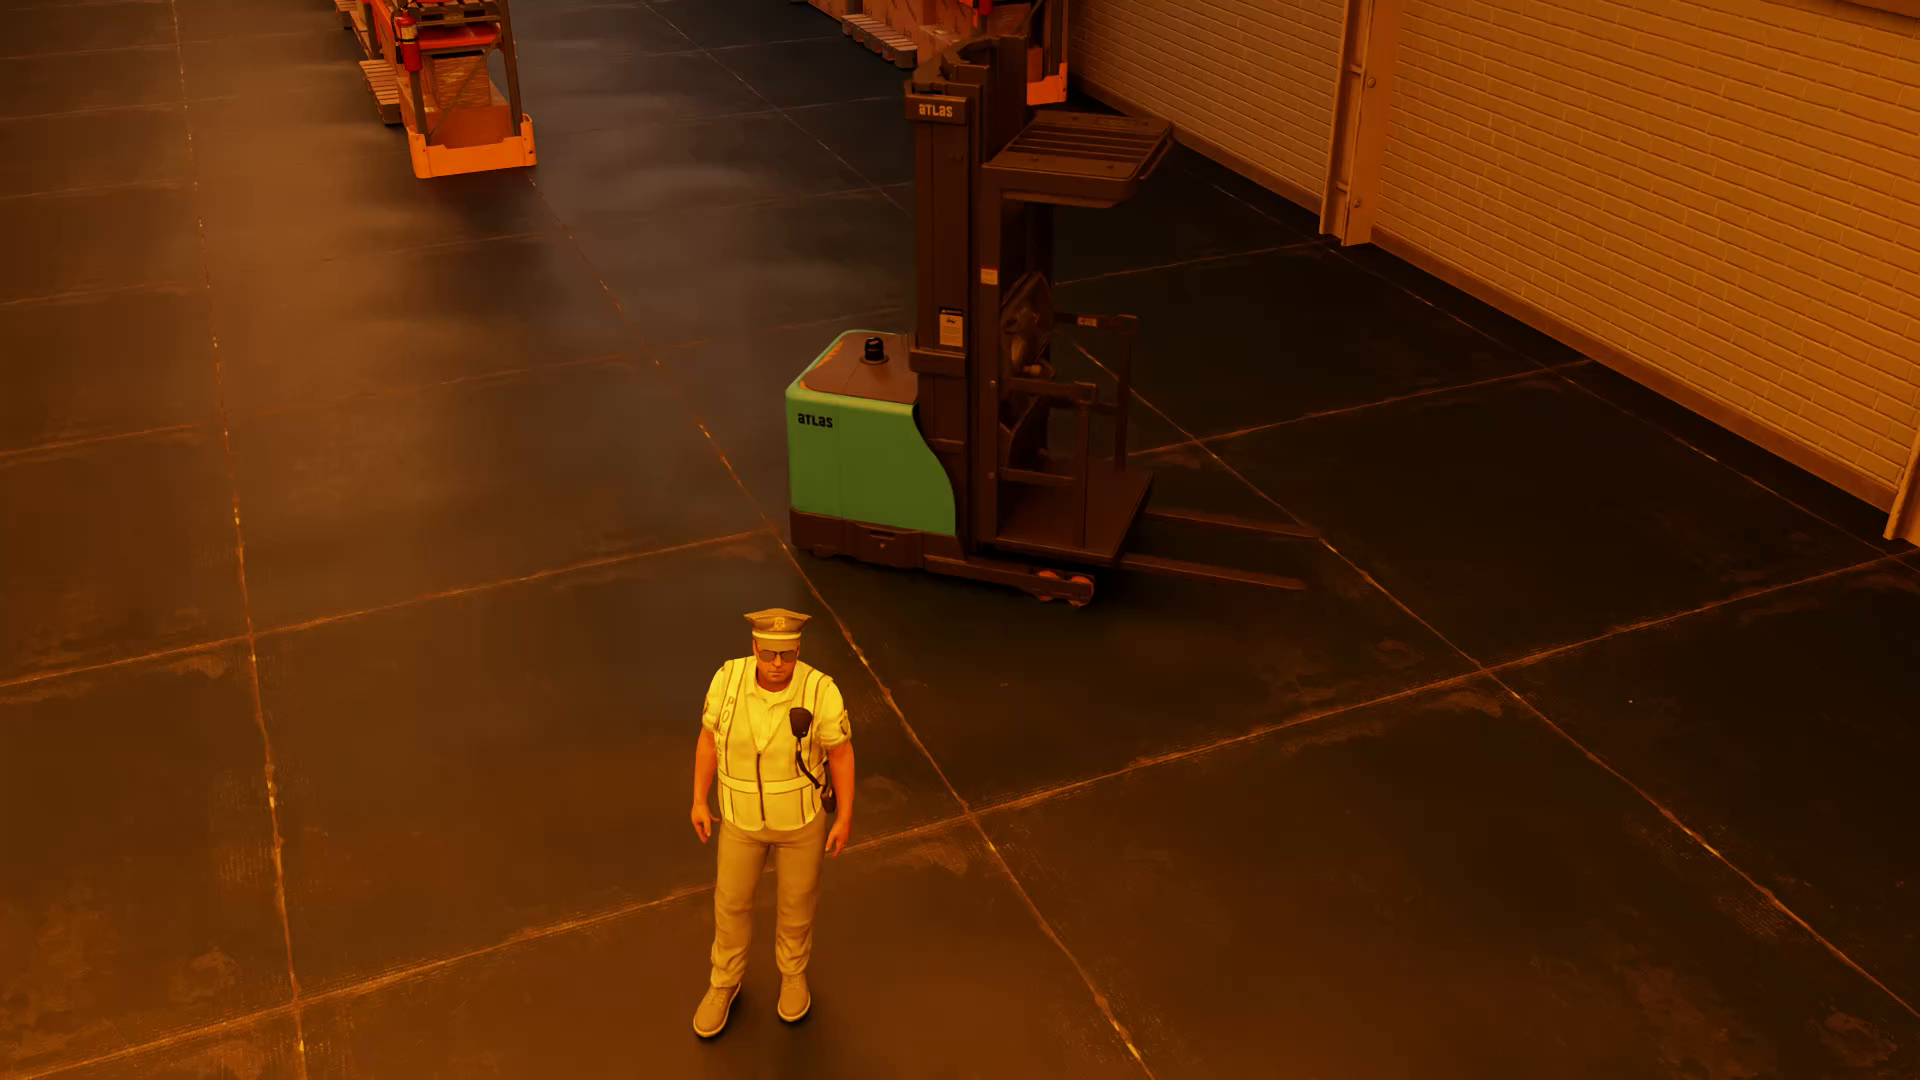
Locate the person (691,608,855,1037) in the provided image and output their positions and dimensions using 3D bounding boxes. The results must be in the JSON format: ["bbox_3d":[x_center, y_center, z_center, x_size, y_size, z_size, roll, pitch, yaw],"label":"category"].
[{"bbox_3d":[-0.732,1.078,6.379,0.639,1.779,0.575,2,30,4],"label":"person"}]

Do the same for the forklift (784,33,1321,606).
[{"bbox_3d":[0.562,-1.195,9.209,3.031,2.935,1.130,9,31,15],"label":"forklift"}]
